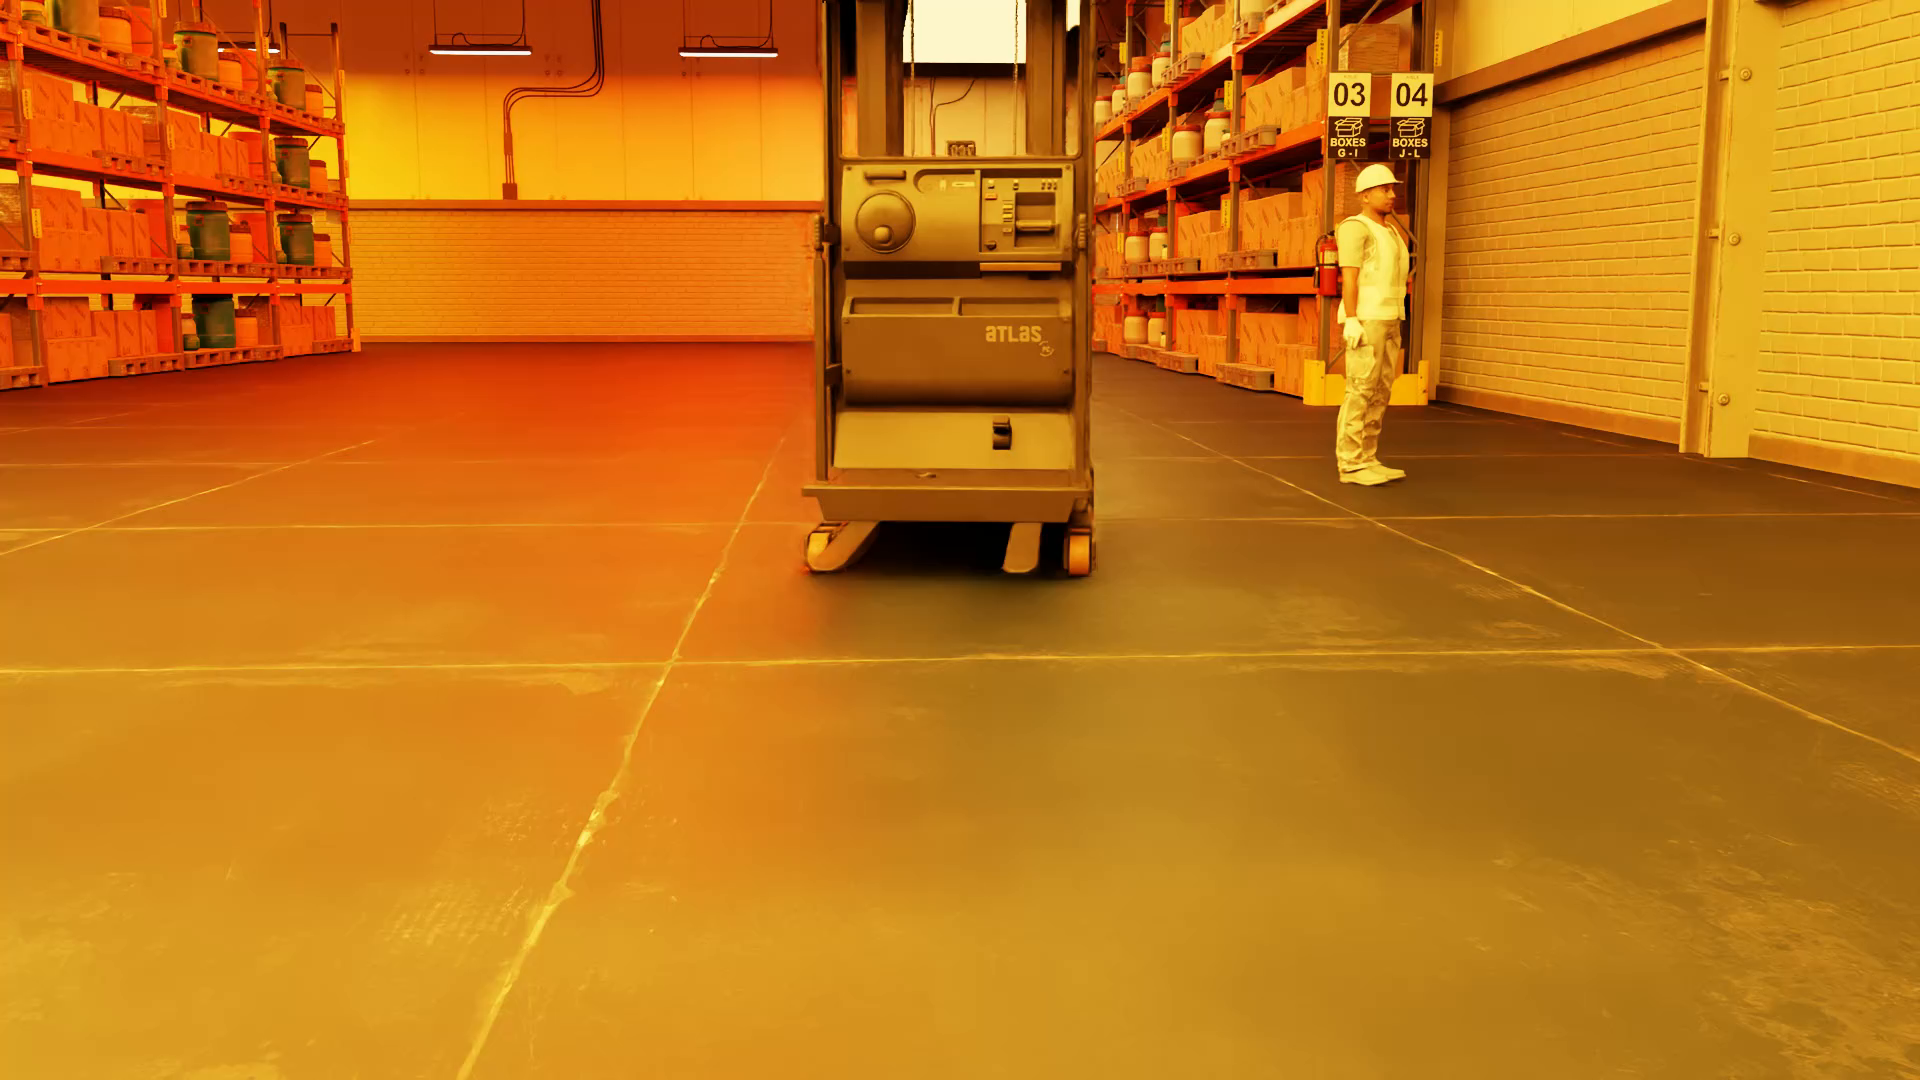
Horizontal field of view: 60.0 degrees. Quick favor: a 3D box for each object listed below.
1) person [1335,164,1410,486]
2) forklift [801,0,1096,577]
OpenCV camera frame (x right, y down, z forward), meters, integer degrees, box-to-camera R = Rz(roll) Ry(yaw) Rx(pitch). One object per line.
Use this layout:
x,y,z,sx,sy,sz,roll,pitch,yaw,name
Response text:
2.358,-1.220,9.453,0.372,1.789,0.577,6,10,35,person
-0.022,-1.356,6.466,1.130,2.935,3.031,1,8,4,forklift
